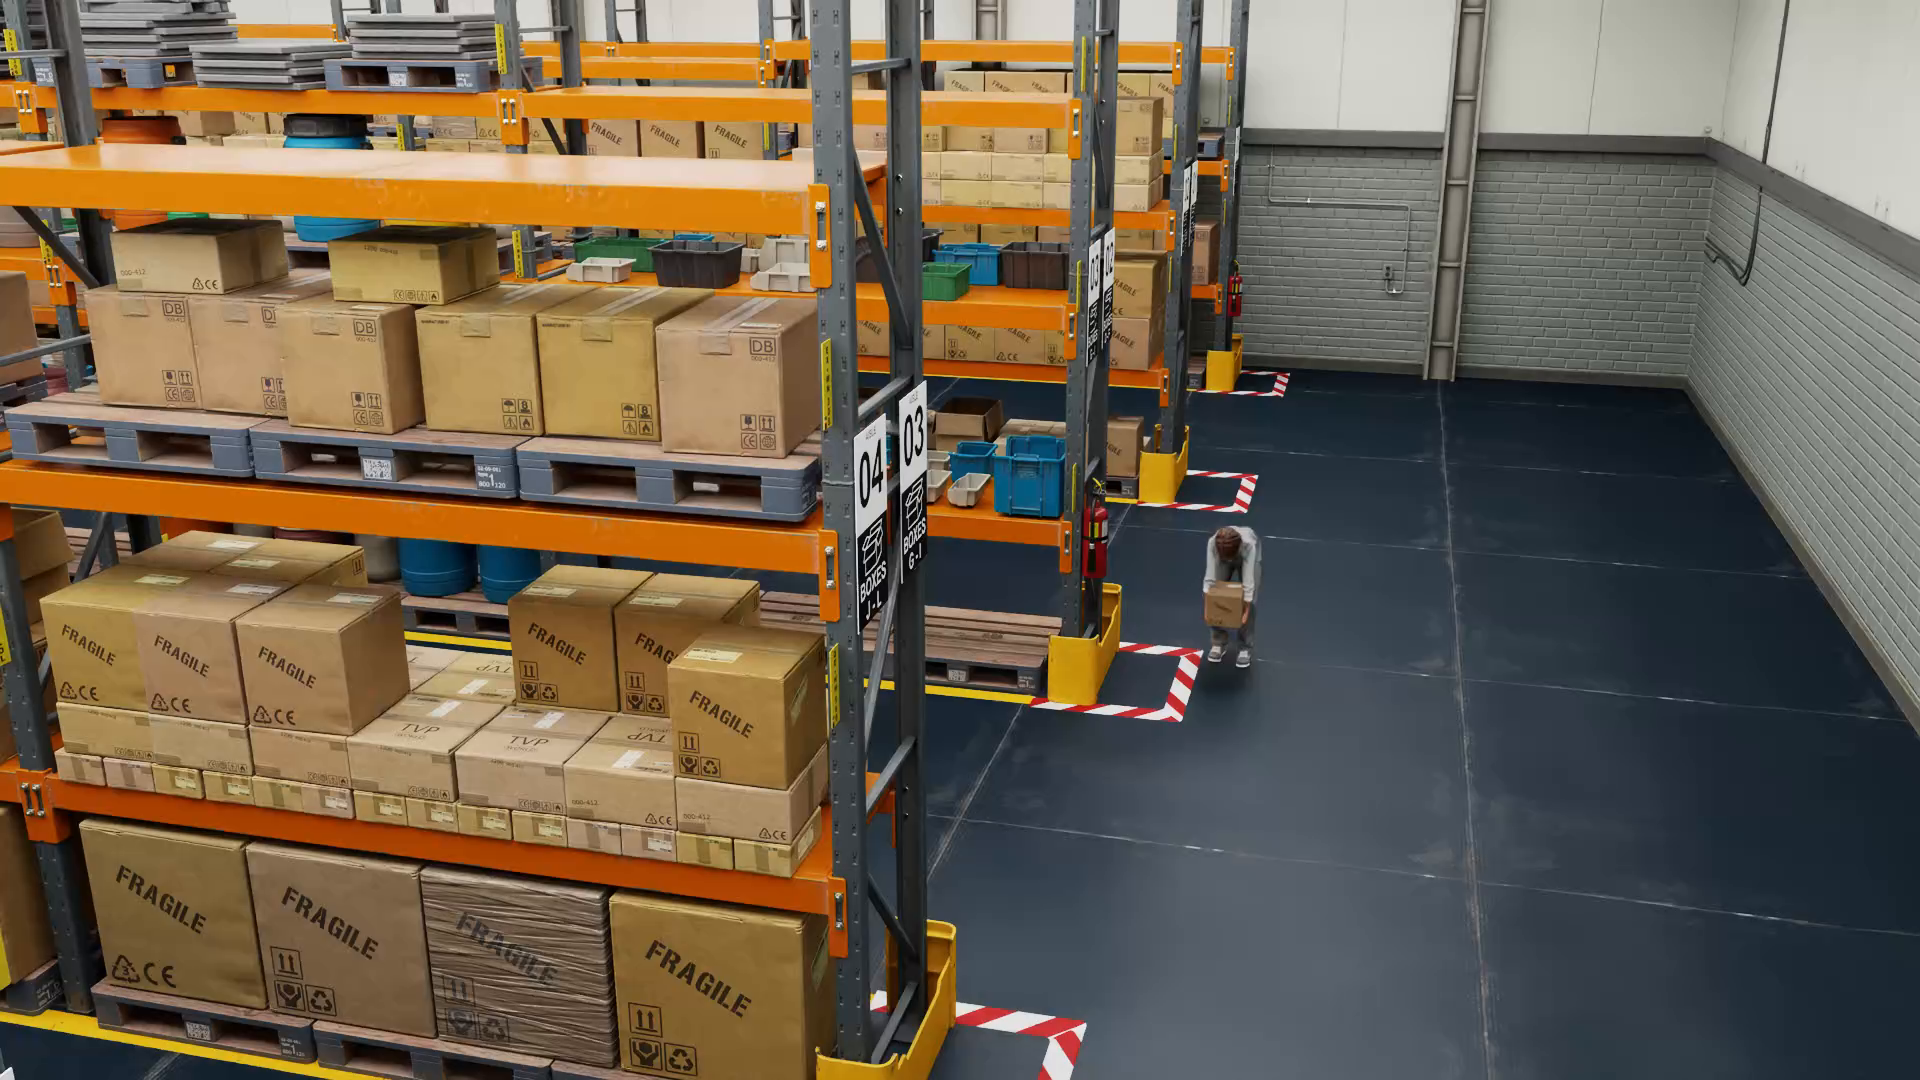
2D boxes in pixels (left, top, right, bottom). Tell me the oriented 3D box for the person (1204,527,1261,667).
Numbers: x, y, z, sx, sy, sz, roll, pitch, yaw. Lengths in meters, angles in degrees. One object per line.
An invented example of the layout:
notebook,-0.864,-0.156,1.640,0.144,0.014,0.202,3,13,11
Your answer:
person,1.968,0.396,12.132,0.382,1.190,0.821,6,19,18
